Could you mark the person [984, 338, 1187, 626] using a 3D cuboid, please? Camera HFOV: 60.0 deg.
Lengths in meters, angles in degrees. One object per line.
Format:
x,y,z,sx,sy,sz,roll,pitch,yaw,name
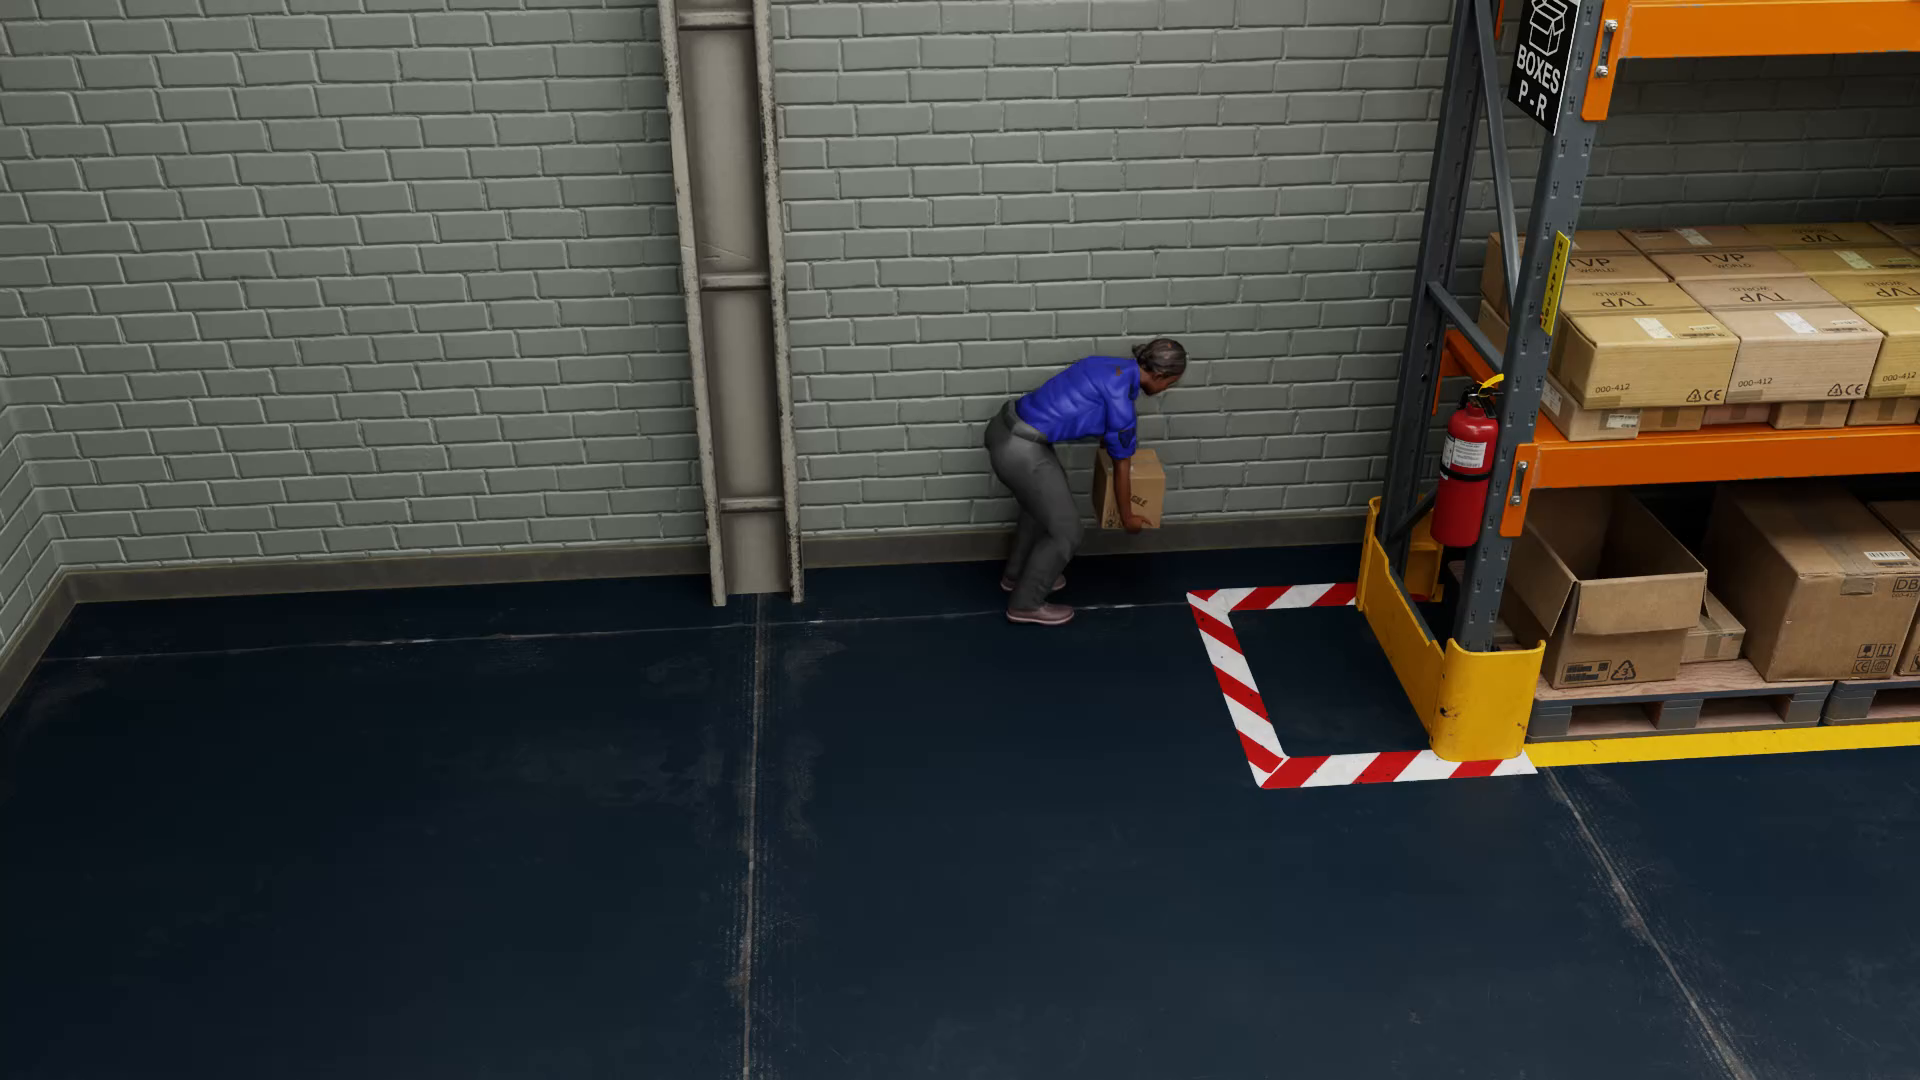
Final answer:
0.512,-0.254,6.982,0.819,1.222,0.431,-4,32,-7,person
